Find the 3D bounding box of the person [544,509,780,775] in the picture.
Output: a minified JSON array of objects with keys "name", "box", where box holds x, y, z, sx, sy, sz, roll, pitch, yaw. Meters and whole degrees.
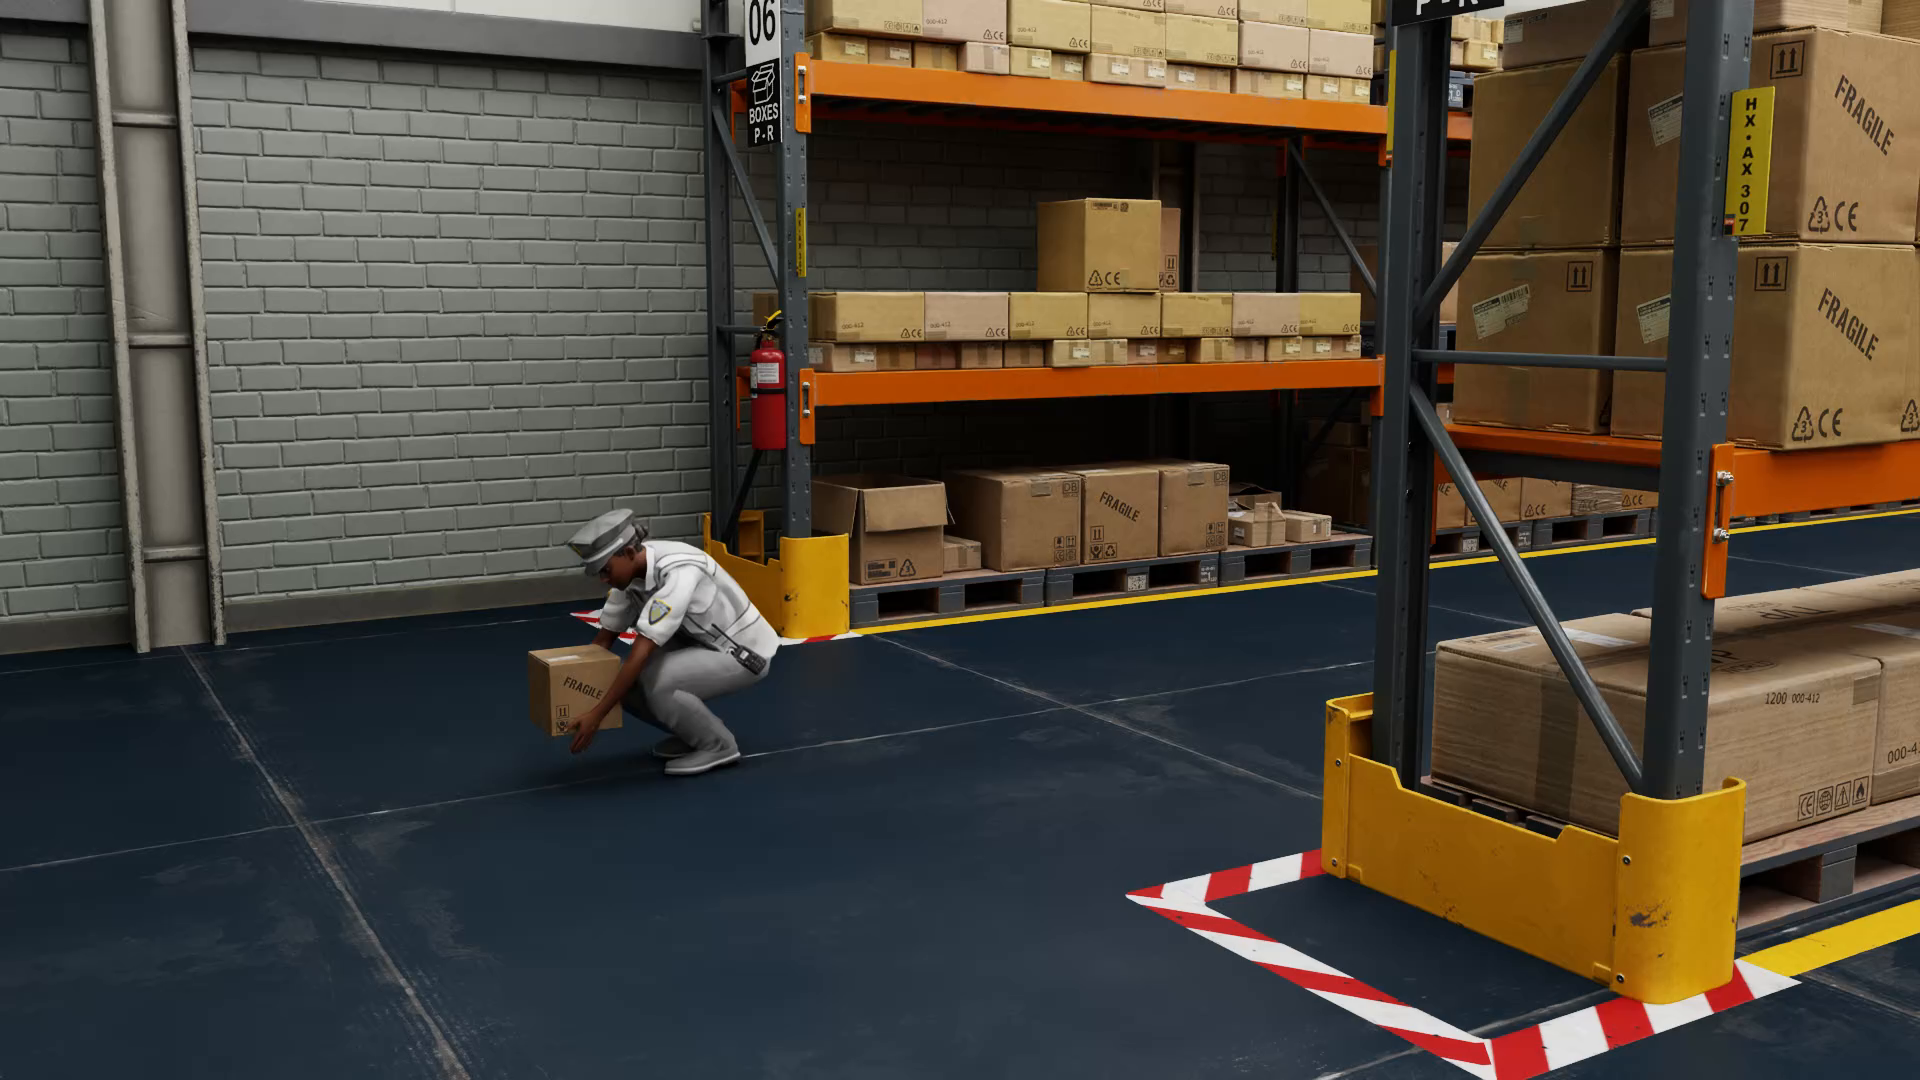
[{"name":"person","box":[-1.058,0.349,5.933,0.840,0.961,0.485,-5,10,-31]}]
